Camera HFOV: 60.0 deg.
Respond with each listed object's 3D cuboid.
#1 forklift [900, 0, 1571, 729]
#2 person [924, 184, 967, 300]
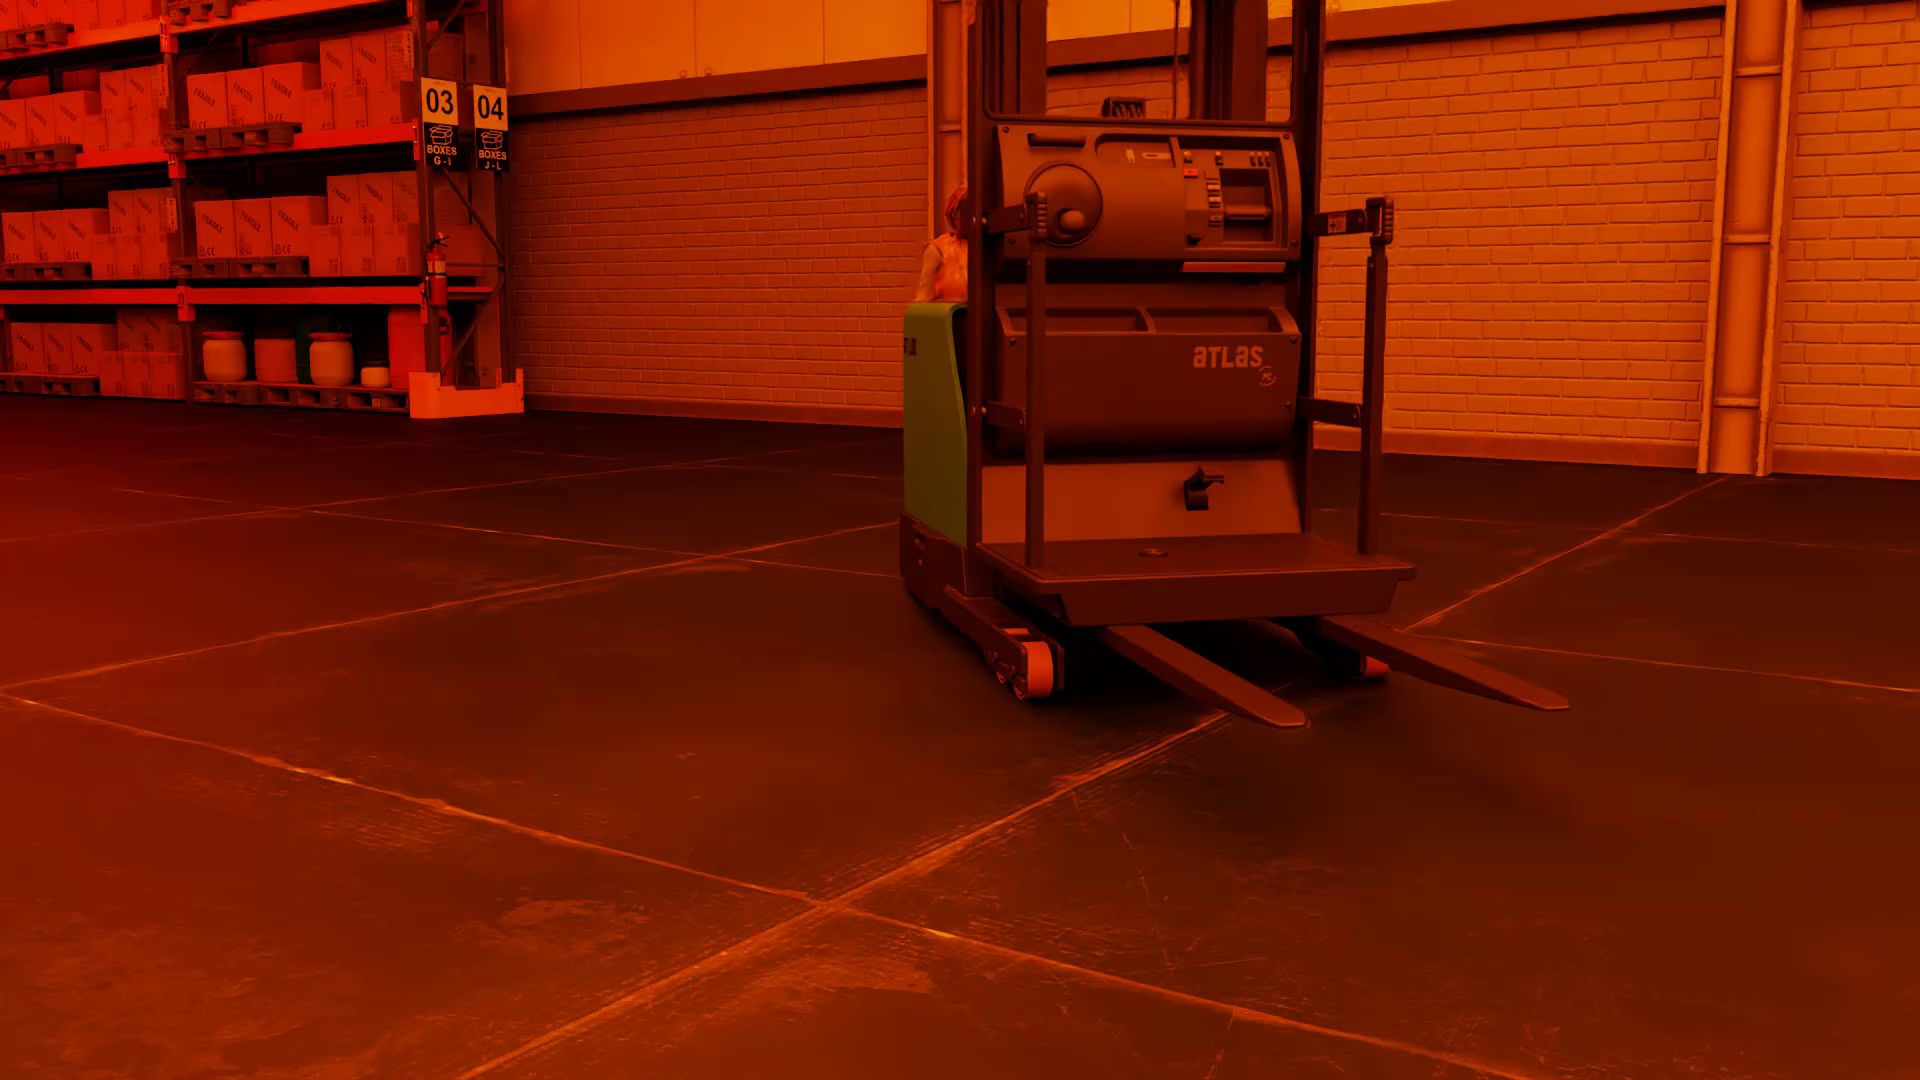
[{"bbox_3d":[0.619,-1.072,4.731,1.130,2.935,3.031,-2,8,-13],"label":"forklift"},{"bbox_3d":[0.025,-0.778,7.428,0.450,1.591,0.438,-2,8,-13],"label":"person"}]
